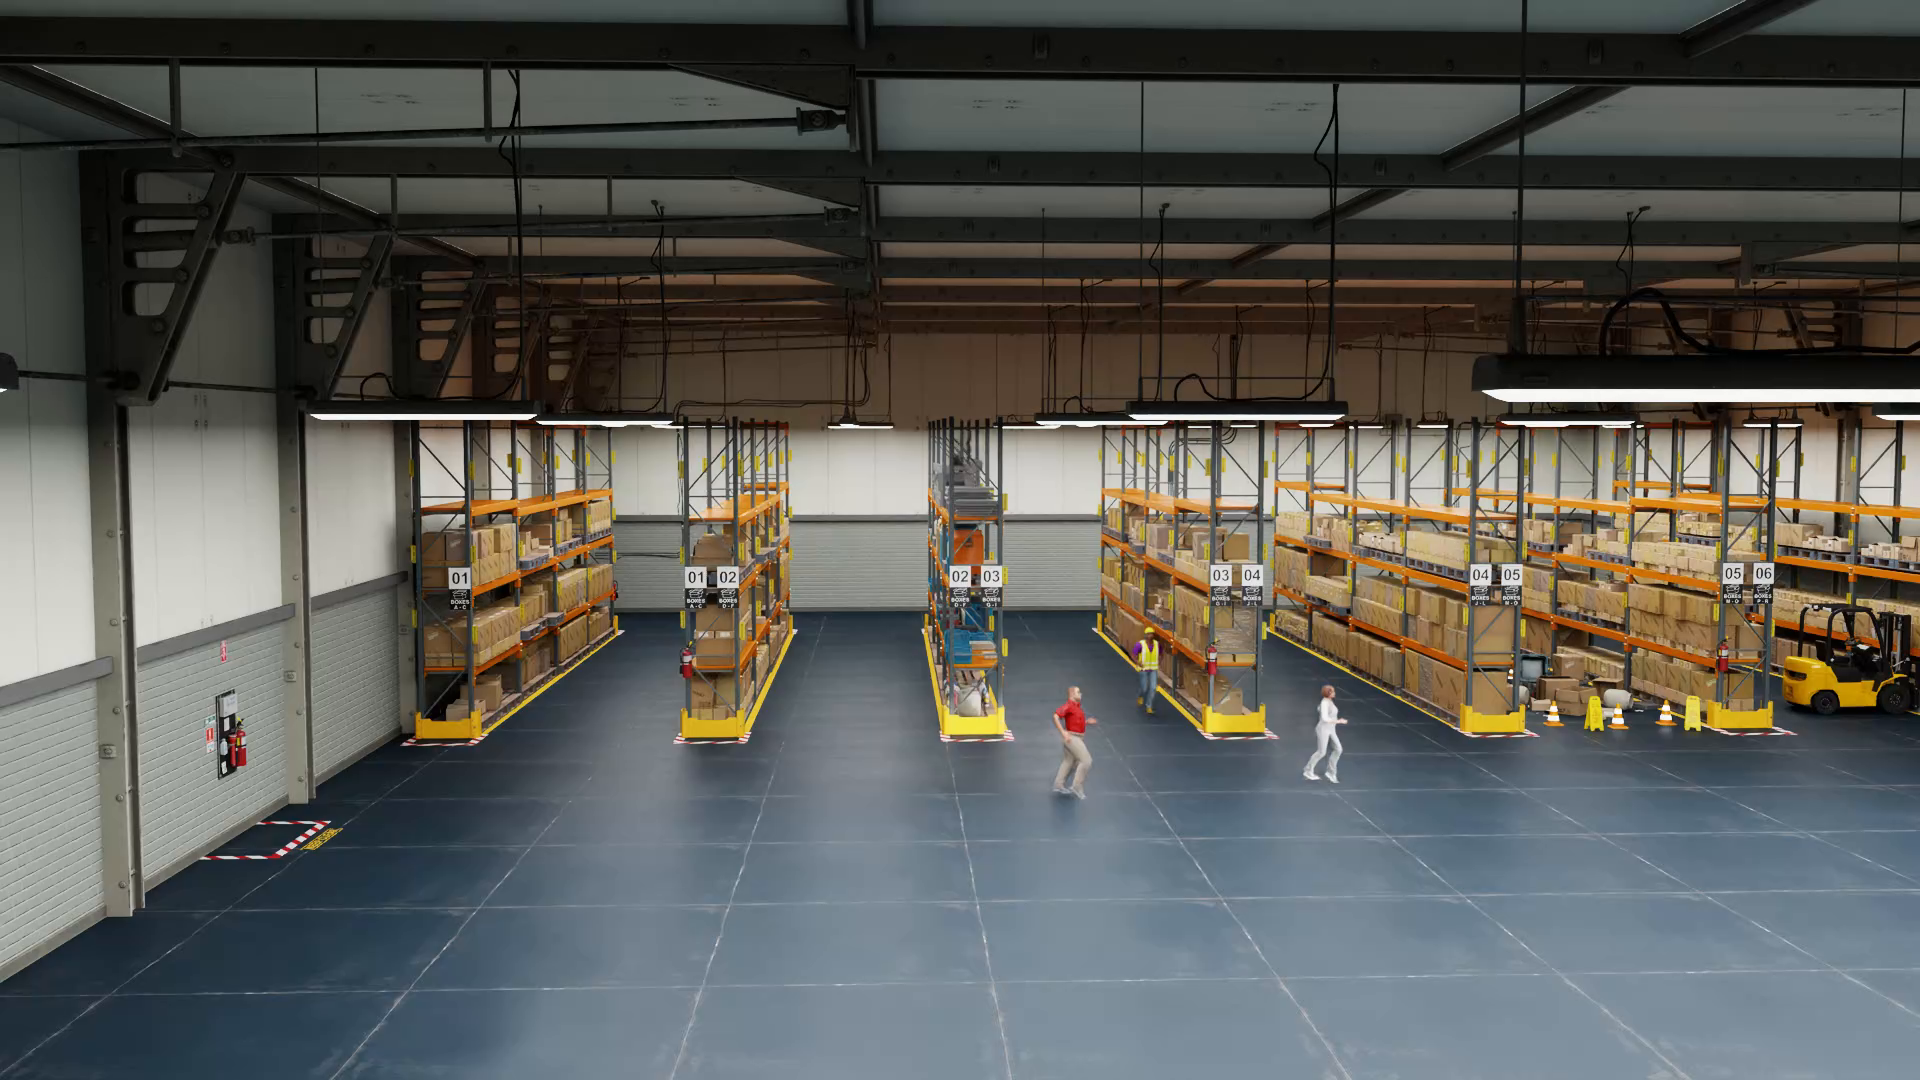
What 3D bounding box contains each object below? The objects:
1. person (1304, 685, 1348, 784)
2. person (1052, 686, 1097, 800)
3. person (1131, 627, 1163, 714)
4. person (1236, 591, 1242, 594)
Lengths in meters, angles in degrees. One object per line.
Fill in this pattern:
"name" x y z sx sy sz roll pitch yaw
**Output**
"person" 5.962 3.169 27.063 0.709 1.653 0.554 2 4 29
"person" 1.794 3.174 26.013 0.708 1.780 0.646 1 4 10
"person" 3.839 2.638 33.904 0.697 1.743 0.768 -1 4 -10
"person" 7.726 1.872 46.245 0.567 1.629 0.671 0 4 5
